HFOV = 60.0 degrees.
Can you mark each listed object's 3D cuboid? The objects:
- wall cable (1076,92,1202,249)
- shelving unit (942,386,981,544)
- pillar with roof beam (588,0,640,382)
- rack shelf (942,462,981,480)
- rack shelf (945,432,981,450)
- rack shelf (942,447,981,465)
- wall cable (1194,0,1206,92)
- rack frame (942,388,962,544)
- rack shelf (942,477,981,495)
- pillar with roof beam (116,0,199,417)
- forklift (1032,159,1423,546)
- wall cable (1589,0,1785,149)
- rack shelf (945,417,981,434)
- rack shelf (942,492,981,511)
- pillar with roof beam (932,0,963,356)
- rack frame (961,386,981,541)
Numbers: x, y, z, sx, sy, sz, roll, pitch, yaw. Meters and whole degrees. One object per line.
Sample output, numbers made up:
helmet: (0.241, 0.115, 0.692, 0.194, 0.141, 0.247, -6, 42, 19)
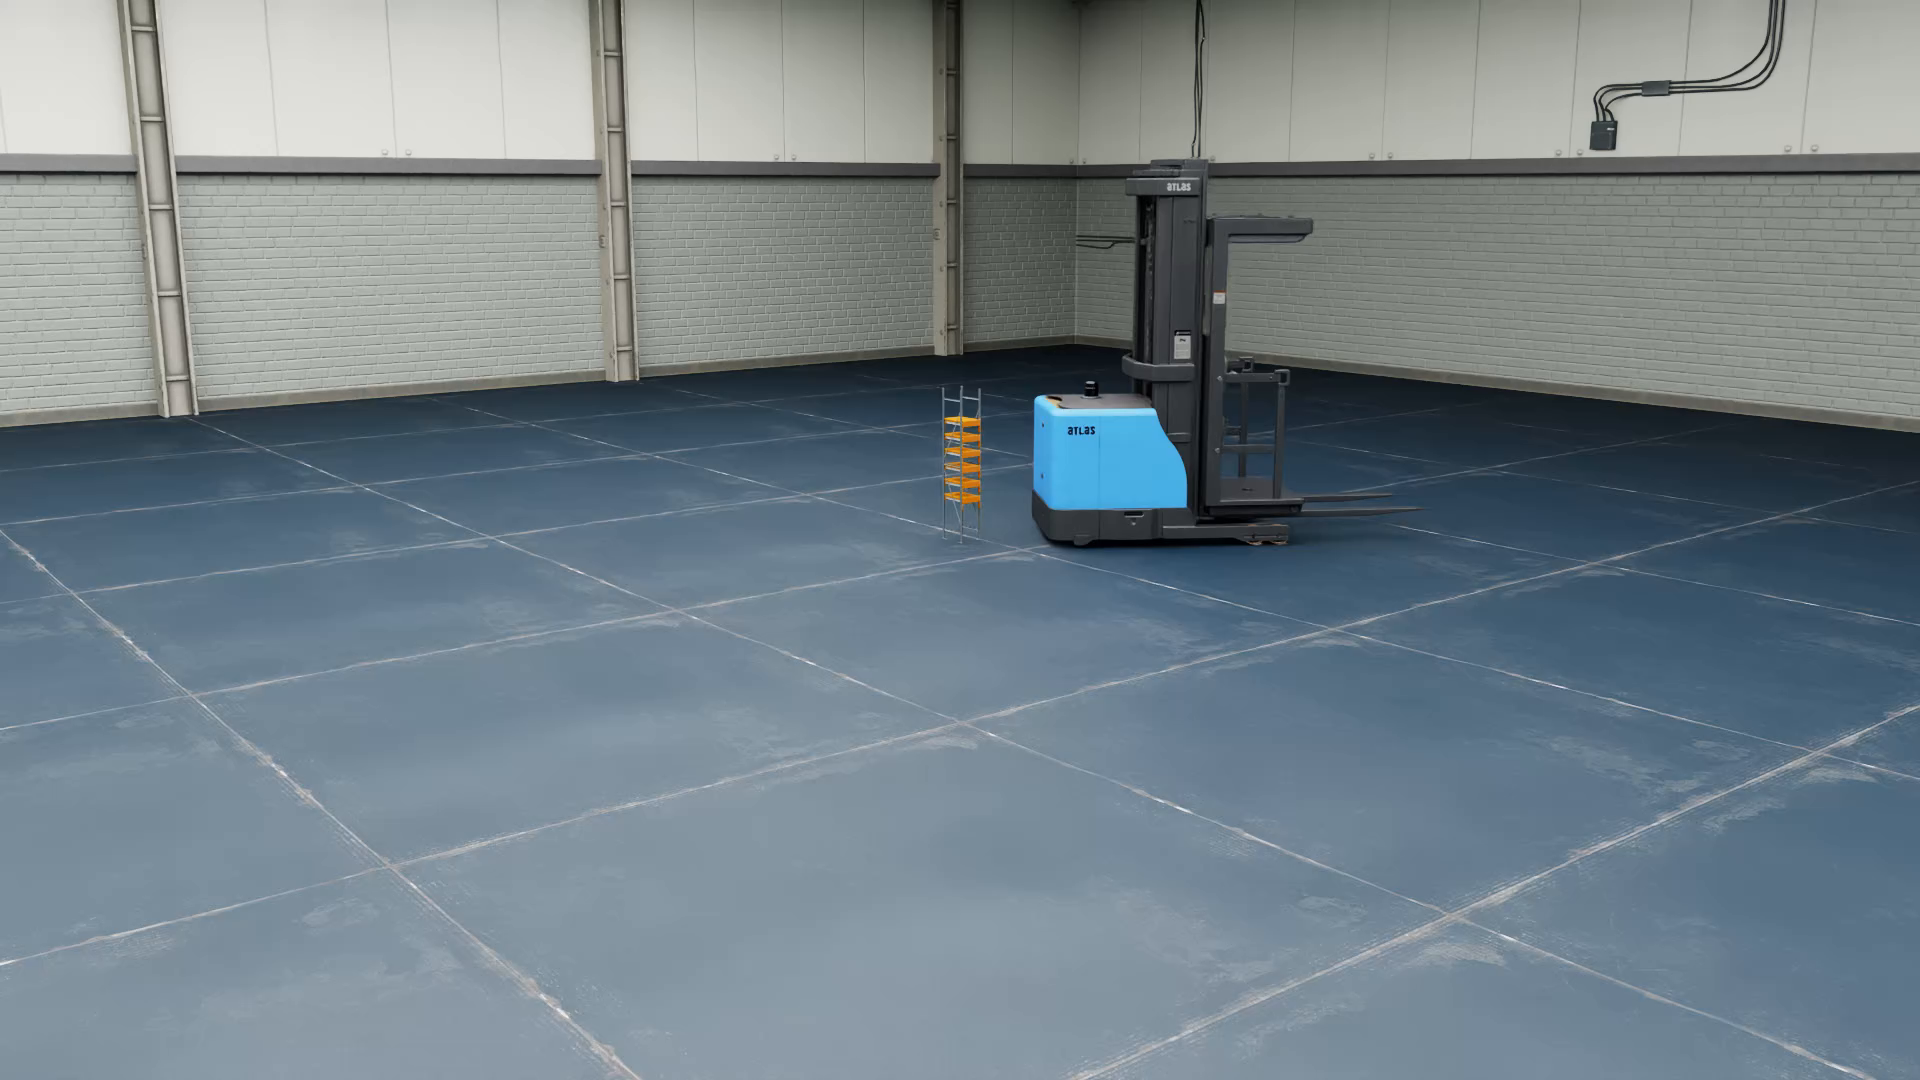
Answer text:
wall cable: (2.933, -6.142, 27.866, 0.112, 2.526, 3.097, -9, 15, -38)
shelving unit: (0.011, -0.589, 13.013, 0.189, 1.200, 0.258, -9, 15, -38)
pillar with roof beam: (-2.189, -6.017, 19.799, 0.400, 9.000, 9.100, -9, 15, -38)
rack shelf: (0.011, -0.545, 13.022, 0.180, 0.103, 0.258, -9, 15, -38)
rack shelf: (0.011, -0.780, 12.972, 0.180, 0.103, 0.258, -9, 15, -38)
rack shelf: (0.011, -0.663, 12.997, 0.180, 0.103, 0.258, -9, 15, -38)
wall cable: (4.623, -8.174, 25.275, 0.112, 2.526, 3.097, -9, 15, -38)
rack frame: (-0.060, -0.577, 12.957, 0.006, 1.200, 0.240, -9, 15, -38)
rack shelf: (0.011, -0.428, 13.047, 0.180, 0.103, 0.258, -9, 15, -38)
pillar with roof beam: (-6.874, -5.238, 16.132, 0.400, 9.000, 9.100, -9, 15, -38)
forklift: (2.142, -1.498, 13.129, 3.031, 2.935, 1.130, -1, 12, -6)
wall cable: (8.852, -7.783, 19.929, 0.169, 6.003, 2.305, -9, 15, -38)
rack shelf: (0.011, -0.897, 12.947, 0.180, 0.103, 0.258, -9, 15, -38)
rack shelf: (0.011, -0.311, 13.072, 0.180, 0.103, 0.258, -9, 15, -38)
pillar with roof beam: (2.496, -6.795, 23.465, 0.400, 9.000, 9.100, -9, 15, -38)
rack frame: (0.083, -0.601, 13.069, 0.006, 1.200, 0.240, -9, 15, -38)
